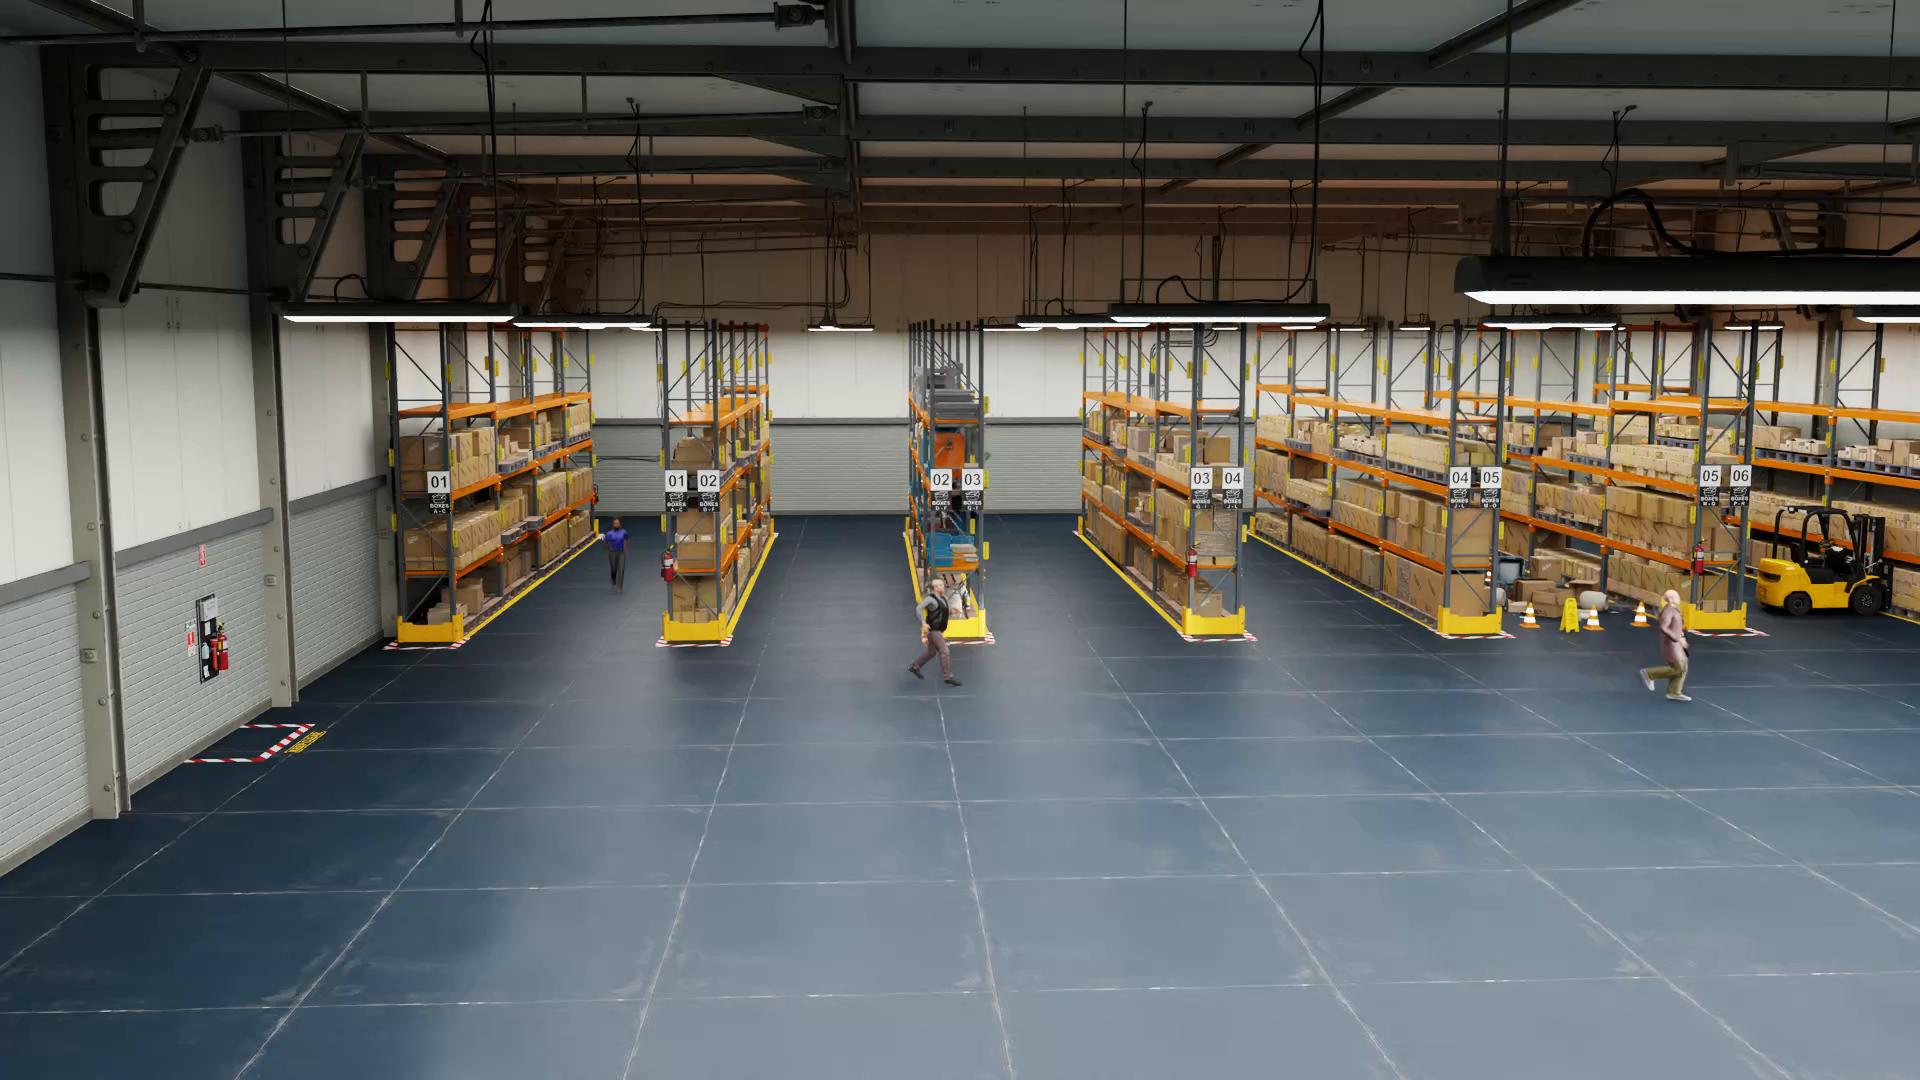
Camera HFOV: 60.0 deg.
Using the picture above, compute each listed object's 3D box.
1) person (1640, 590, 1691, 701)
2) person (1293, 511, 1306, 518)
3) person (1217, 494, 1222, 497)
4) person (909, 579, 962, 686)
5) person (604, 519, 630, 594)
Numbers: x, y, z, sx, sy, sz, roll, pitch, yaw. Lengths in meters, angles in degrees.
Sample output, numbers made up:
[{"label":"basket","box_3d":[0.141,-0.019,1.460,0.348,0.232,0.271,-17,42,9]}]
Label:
[{"label":"person","box_3d":[11.134,1.647,26.142,0.756,1.741,0.711,4,8,27]},{"label":"person","box_3d":[9.748,-1.161,48.839,0.770,1.719,0.712,6,10,42]},{"label":"person","box_3d":[7.265,-0.780,45.996,0.576,1.690,0.617,0,7,1]},{"label":"person","box_3d":[-0.410,1.493,27.152,0.953,1.728,0.645,2,7,18]},{"label":"person","box_3d":[-7.611,0.339,36.980,0.581,1.632,0.887,-2,7,-17]}]
